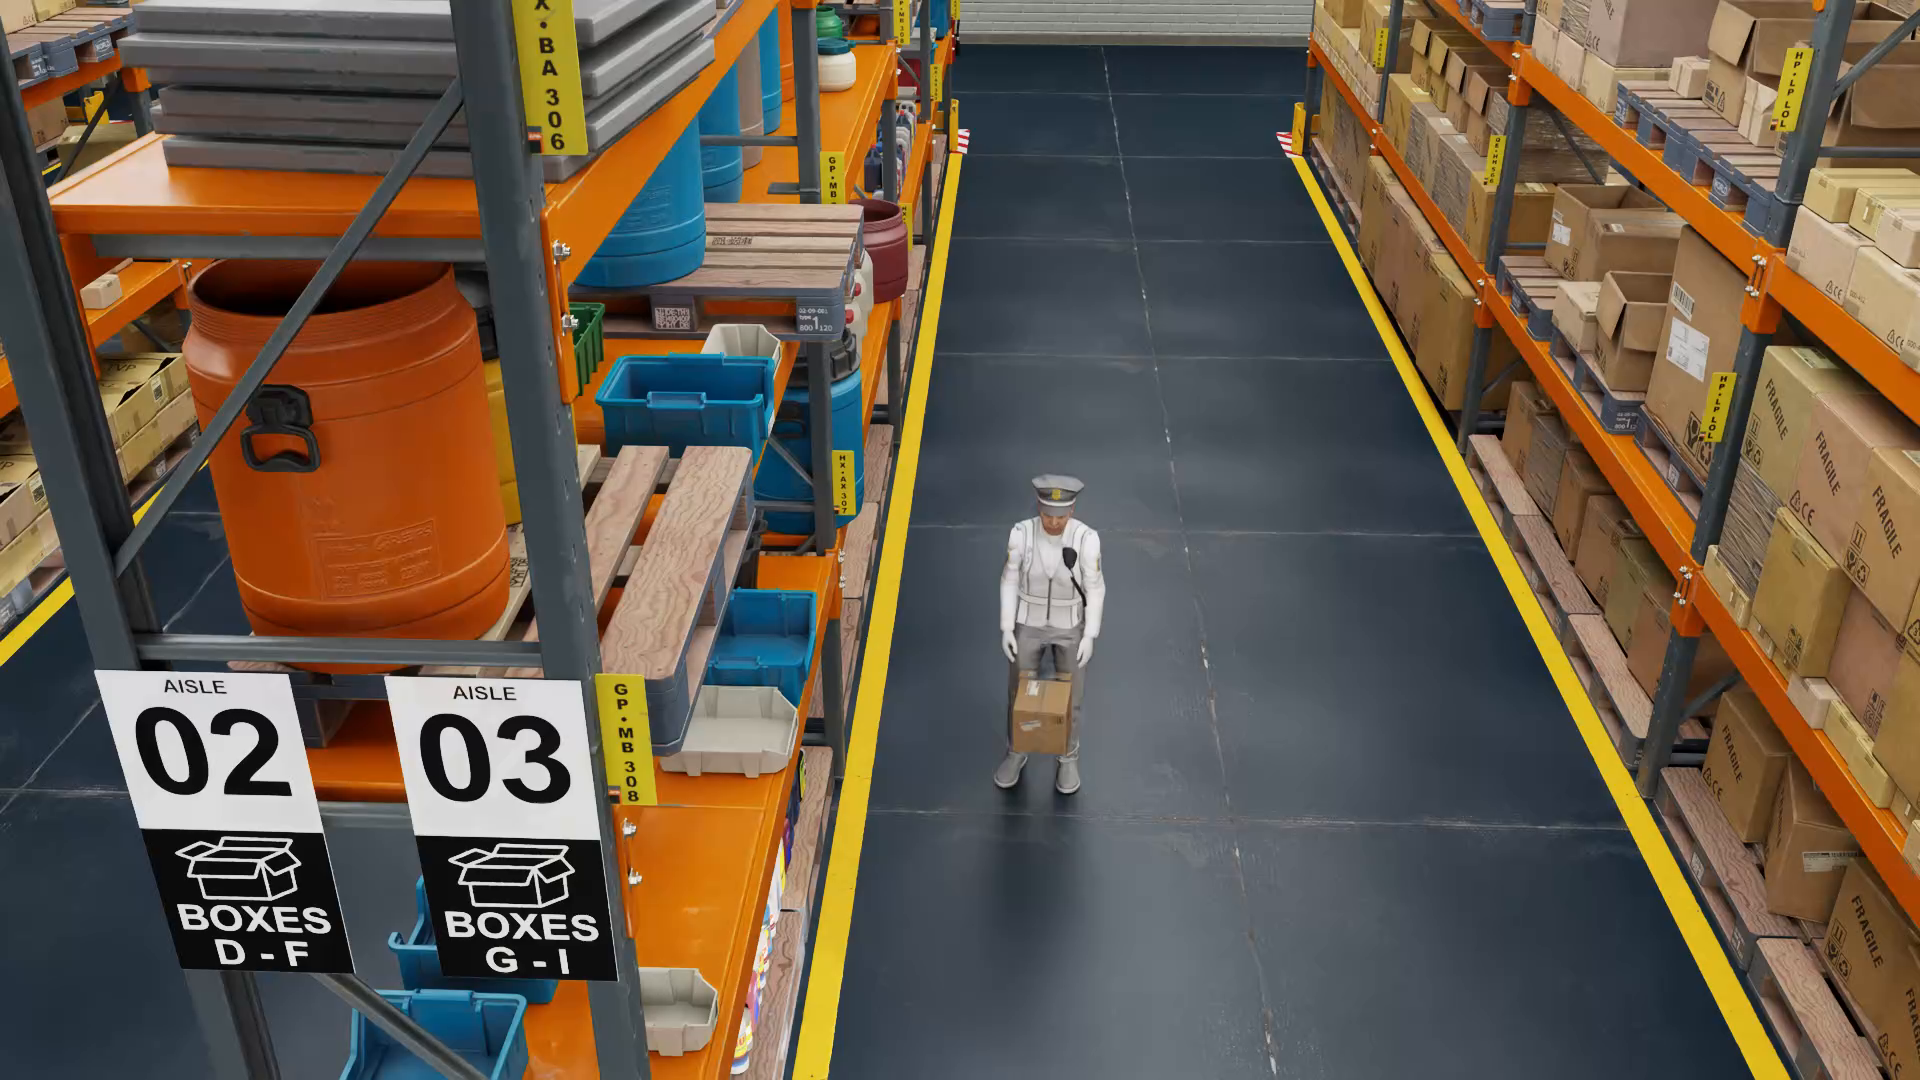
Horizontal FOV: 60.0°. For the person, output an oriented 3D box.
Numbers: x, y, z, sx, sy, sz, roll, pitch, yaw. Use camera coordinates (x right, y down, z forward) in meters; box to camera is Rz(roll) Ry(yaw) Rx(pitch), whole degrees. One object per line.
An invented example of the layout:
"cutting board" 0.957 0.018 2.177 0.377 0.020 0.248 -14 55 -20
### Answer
"person" 0.436 0.436 8.015 0.508 1.673 0.360 4 28 8
